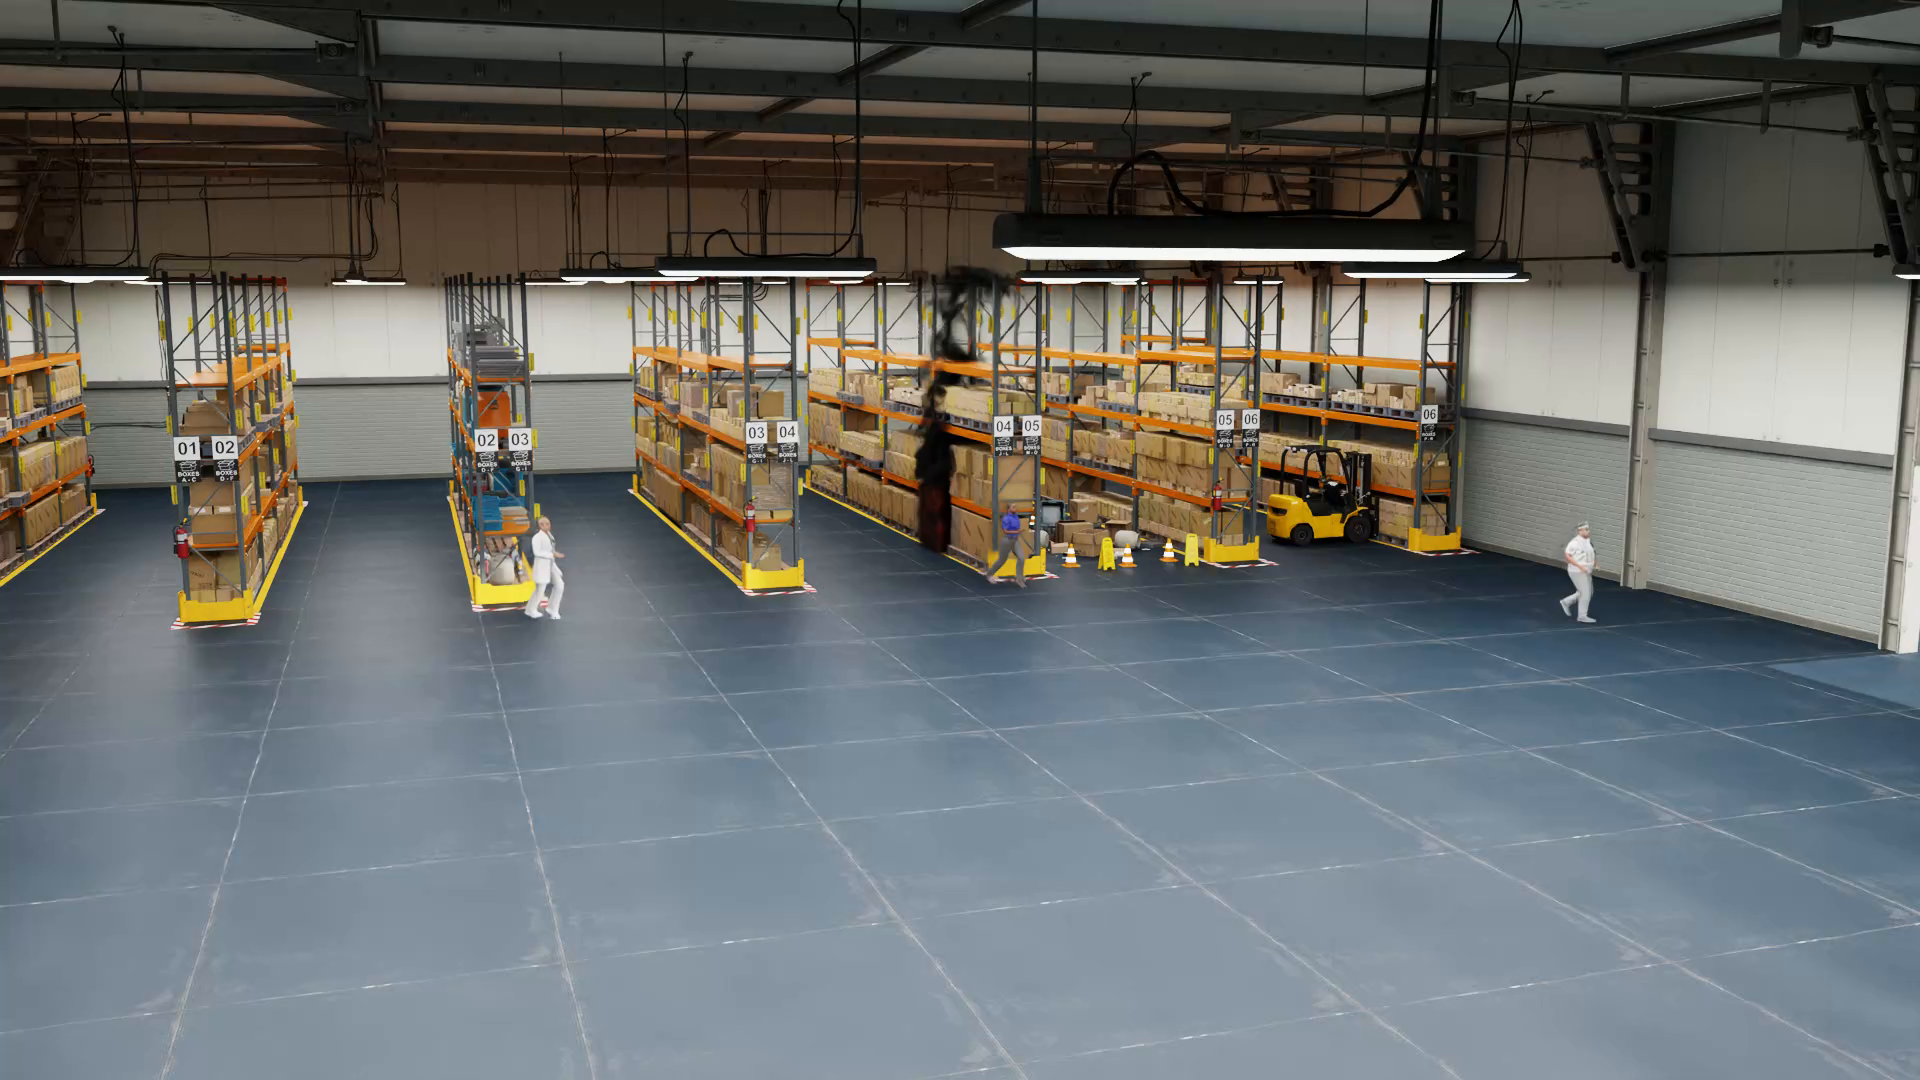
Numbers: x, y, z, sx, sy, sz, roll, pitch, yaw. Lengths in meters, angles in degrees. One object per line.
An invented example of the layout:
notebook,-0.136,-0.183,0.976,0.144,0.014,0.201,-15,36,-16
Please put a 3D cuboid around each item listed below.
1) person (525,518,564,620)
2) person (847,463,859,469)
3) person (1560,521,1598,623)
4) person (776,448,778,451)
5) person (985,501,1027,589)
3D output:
person,-7.191,0.527,28.862,0.812,1.856,0.724,3,9,18
person,-3.249,-2.597,49.790,0.709,1.697,0.644,4,10,26
person,10.718,0.534,28.770,0.690,1.745,0.703,-9,12,-44
person,-5.121,-2.501,48.838,0.703,1.789,0.822,6,10,34
person,0.933,0.090,32.056,0.895,1.702,0.586,7,11,40
